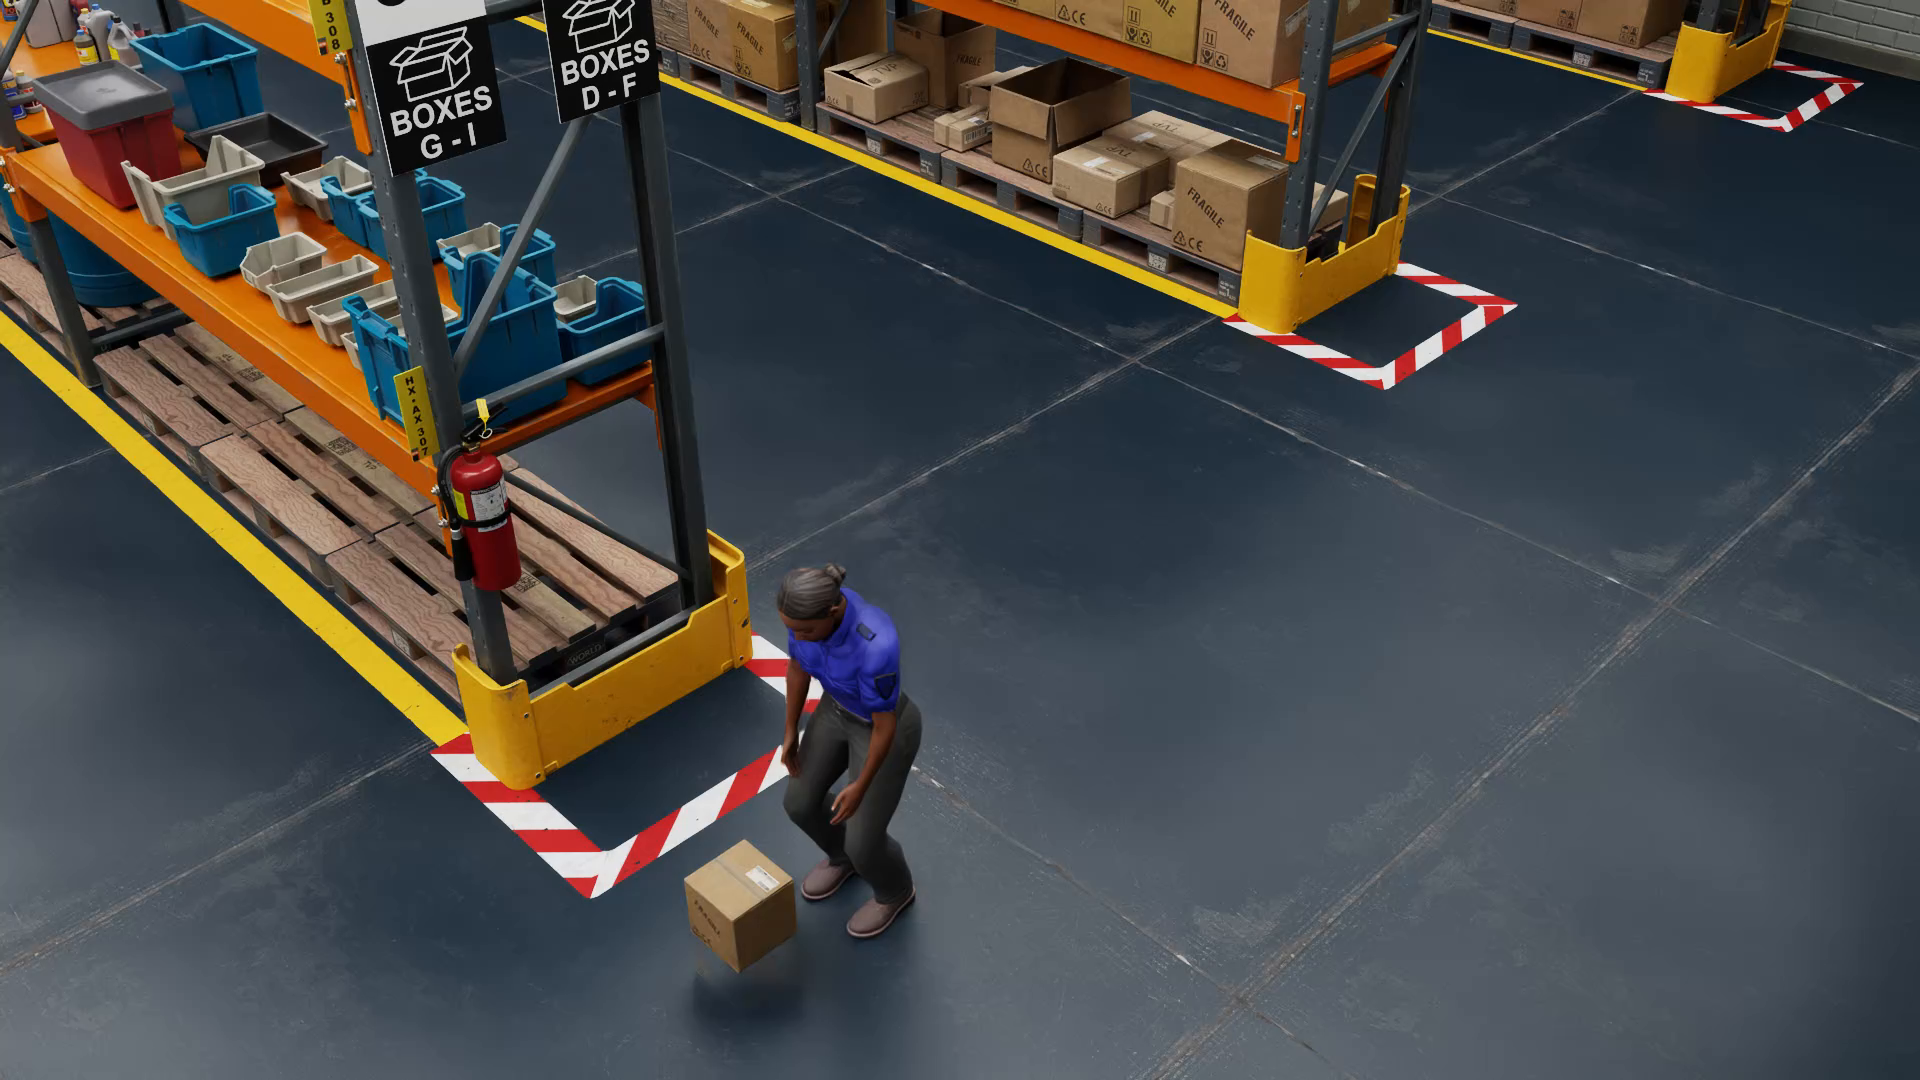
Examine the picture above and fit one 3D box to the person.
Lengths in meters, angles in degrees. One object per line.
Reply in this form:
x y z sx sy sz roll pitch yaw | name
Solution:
-0.345 0.653 5.366 0.492 1.526 0.480 -29 45 -34 | person
